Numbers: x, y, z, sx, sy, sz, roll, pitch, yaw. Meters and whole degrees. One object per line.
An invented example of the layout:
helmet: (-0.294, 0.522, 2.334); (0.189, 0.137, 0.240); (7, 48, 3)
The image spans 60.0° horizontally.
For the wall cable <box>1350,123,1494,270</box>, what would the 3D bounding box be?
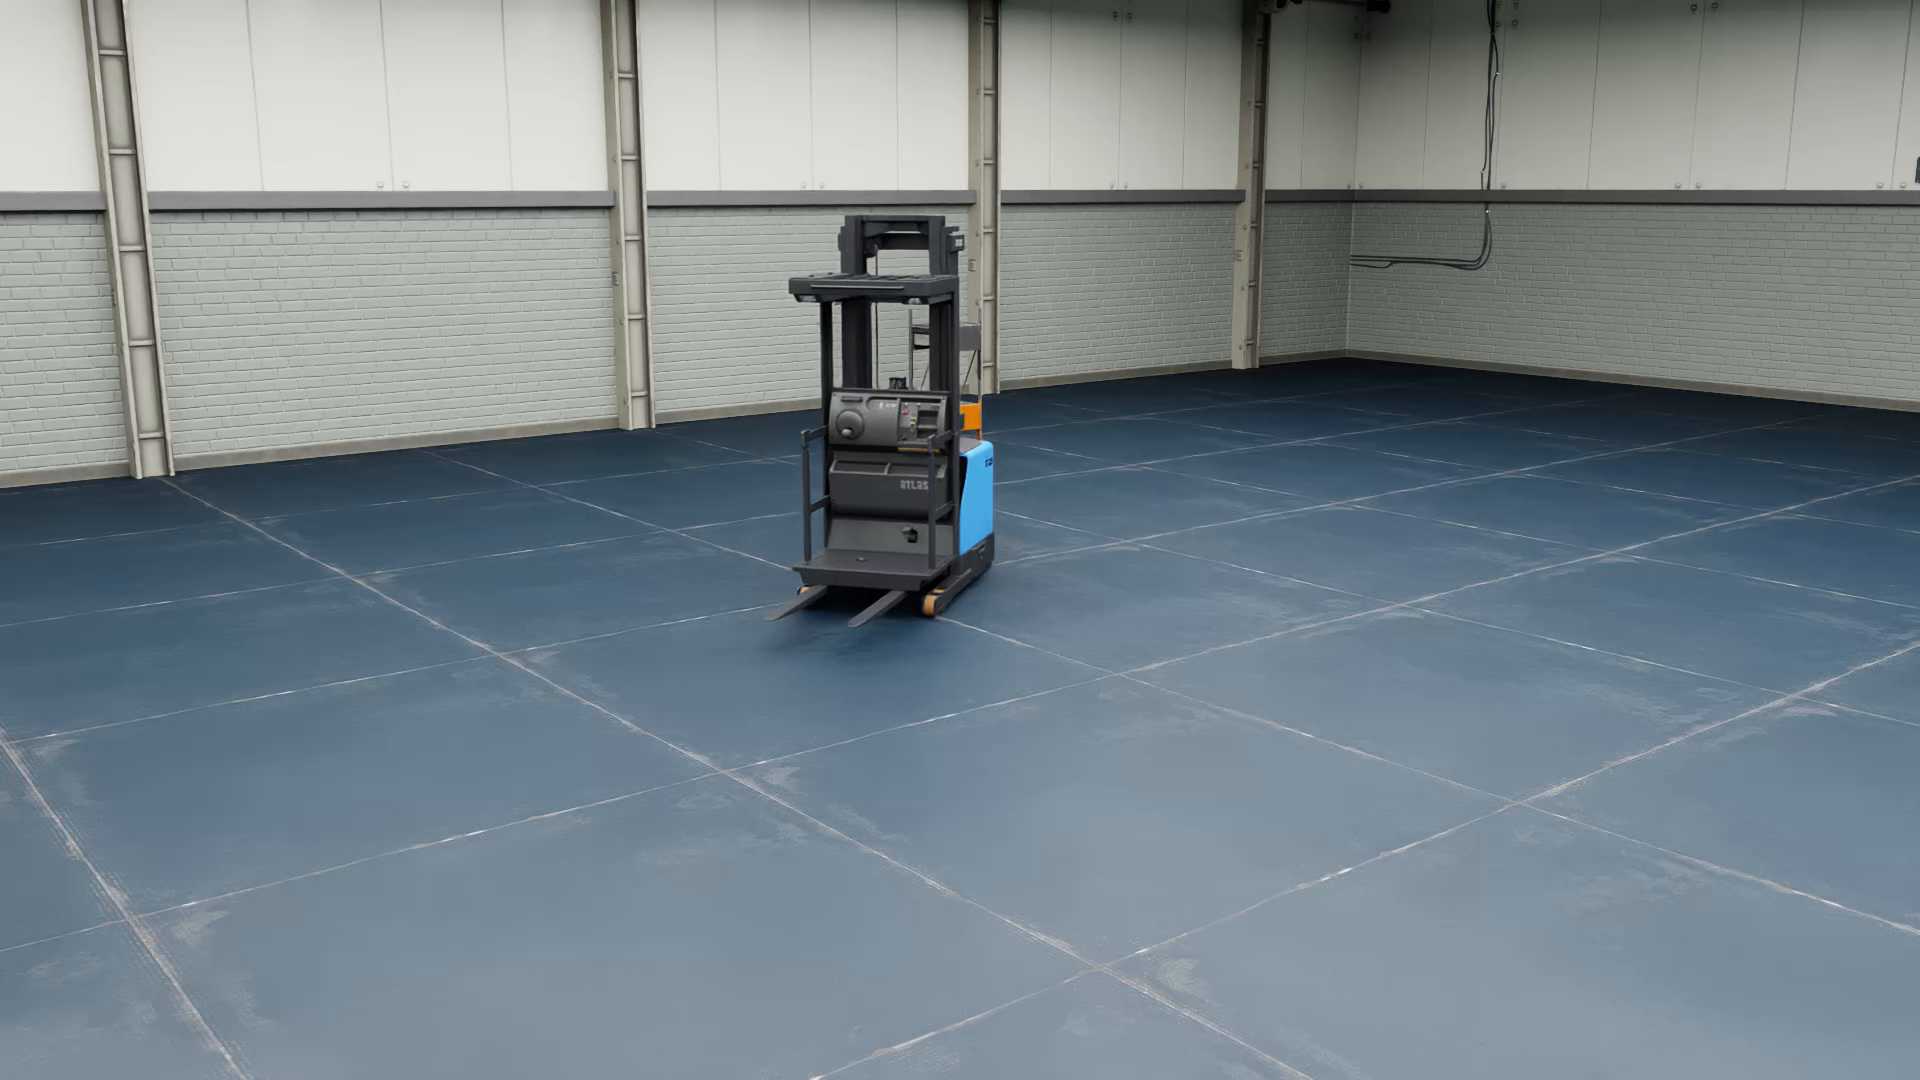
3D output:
wall cable: (8.183, -6.110, 29.713); (0.112, 2.526, 3.097); (-9, 15, -38)

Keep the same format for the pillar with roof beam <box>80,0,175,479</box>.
pillar with roof beam: (-6.309, -4.427, 14.312); (0.400, 9.000, 9.100); (-9, 15, -38)

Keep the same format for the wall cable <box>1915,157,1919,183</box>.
wall cable: (14.102, -7.750, 21.776); (0.169, 6.003, 2.305); (-9, 15, -38)

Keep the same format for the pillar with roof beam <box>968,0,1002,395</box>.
pillar with roof beam: (3.061, -5.984, 21.645); (0.400, 9.000, 9.100); (-9, 15, -38)

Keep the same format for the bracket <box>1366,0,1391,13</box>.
bracket: (7.453, -9.525, 29.657); (0.430, 0.232, 0.235); (-9, 15, -38)

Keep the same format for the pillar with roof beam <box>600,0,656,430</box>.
pillar with roof beam: (-1.624, -5.206, 17.979); (0.400, 9.000, 9.100); (-9, 15, -38)

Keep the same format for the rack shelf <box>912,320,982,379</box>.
rack shelf: (-0.129, -1.677, 14.667); (0.480, 0.518, 0.431); (-9, 15, -38)

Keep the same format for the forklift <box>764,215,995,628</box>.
forklift: (-0.609, -0.949, 12.539); (1.130, 2.935, 3.031); (3, 12, 16)

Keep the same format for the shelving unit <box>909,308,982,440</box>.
shelving unit: (-0.129, -1.006, 14.810); (0.503, 2.100, 0.431); (-9, 15, -38)

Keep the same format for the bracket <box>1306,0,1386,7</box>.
bracket: (6.992, -9.449, 29.296); (3.189, 0.066, 0.076); (-9, 15, -38)

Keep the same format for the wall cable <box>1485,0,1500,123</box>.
wall cable: (9.873, -8.141, 27.122); (0.112, 2.526, 3.097); (-9, 15, -38)

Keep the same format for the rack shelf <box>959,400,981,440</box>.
rack shelf: (-0.129, -0.992, 14.812); (0.480, 0.518, 0.431); (-9, 15, -38)

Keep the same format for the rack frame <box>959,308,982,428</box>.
rack frame: (0.061, -1.037, 14.959); (0.015, 2.100, 0.400); (-9, 15, -38)

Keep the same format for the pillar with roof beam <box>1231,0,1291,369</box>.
pillar with roof beam: (7.746, -6.763, 25.312); (0.548, 9.000, 9.100); (-9, 15, -38)

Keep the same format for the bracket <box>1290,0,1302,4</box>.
bracket: (5.603, -9.218, 28.209); (0.430, 0.232, 0.235); (-9, 15, -38)

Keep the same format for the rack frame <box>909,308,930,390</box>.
rack frame: (-0.320, -0.974, 14.660); (0.015, 2.100, 0.400); (-9, 15, -38)
